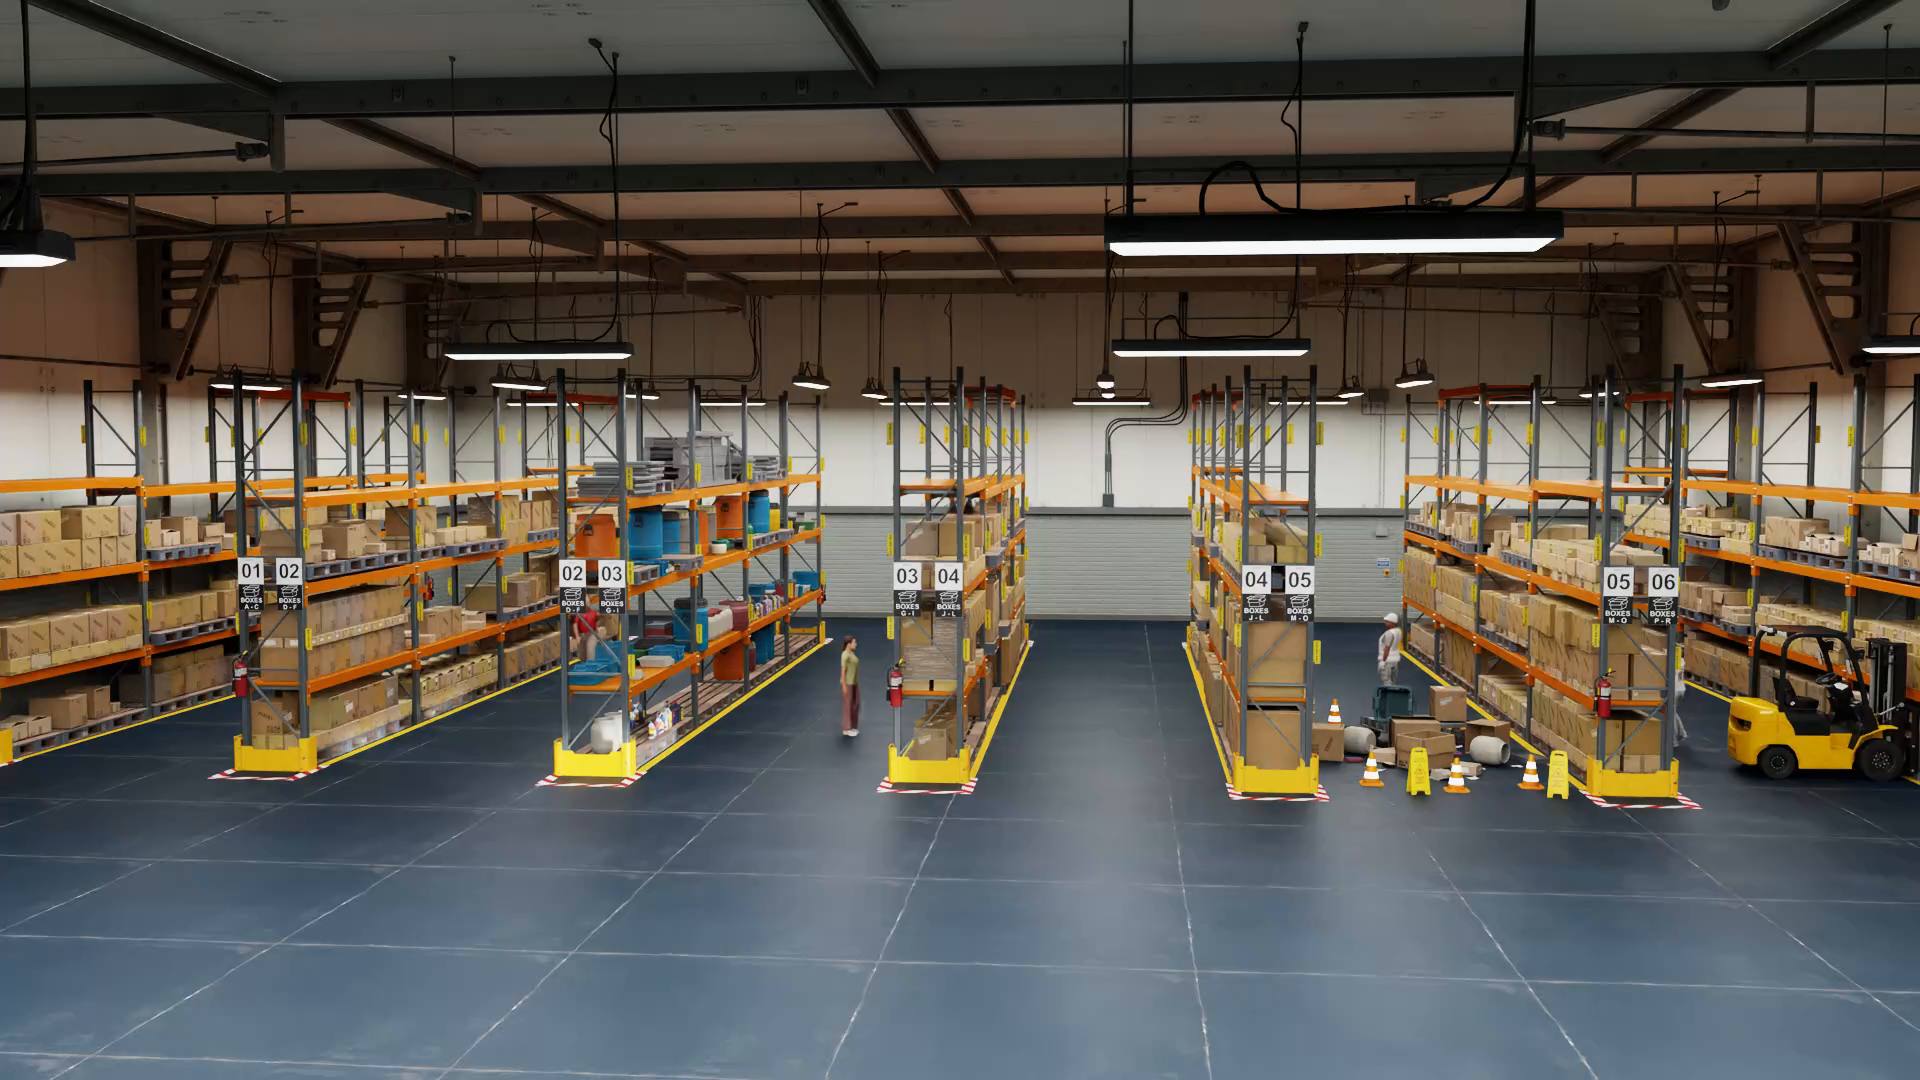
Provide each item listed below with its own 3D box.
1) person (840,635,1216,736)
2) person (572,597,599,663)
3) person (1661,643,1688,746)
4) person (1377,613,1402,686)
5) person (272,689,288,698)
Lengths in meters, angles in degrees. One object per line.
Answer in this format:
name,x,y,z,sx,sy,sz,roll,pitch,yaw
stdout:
person,1.677,2.357,29.755,6.205,1.748,5.854,1,4,15
person,-7.738,2.025,34.285,0.475,1.675,1.019,0,4,1
person,11.549,2.484,26.923,0.515,1.686,0.390,-2,4,-35
person,7.818,2.223,30.518,0.574,1.783,0.587,-3,4,-37
person,-11.544,2.361,28.481,0.446,1.809,0.646,2,4,32
